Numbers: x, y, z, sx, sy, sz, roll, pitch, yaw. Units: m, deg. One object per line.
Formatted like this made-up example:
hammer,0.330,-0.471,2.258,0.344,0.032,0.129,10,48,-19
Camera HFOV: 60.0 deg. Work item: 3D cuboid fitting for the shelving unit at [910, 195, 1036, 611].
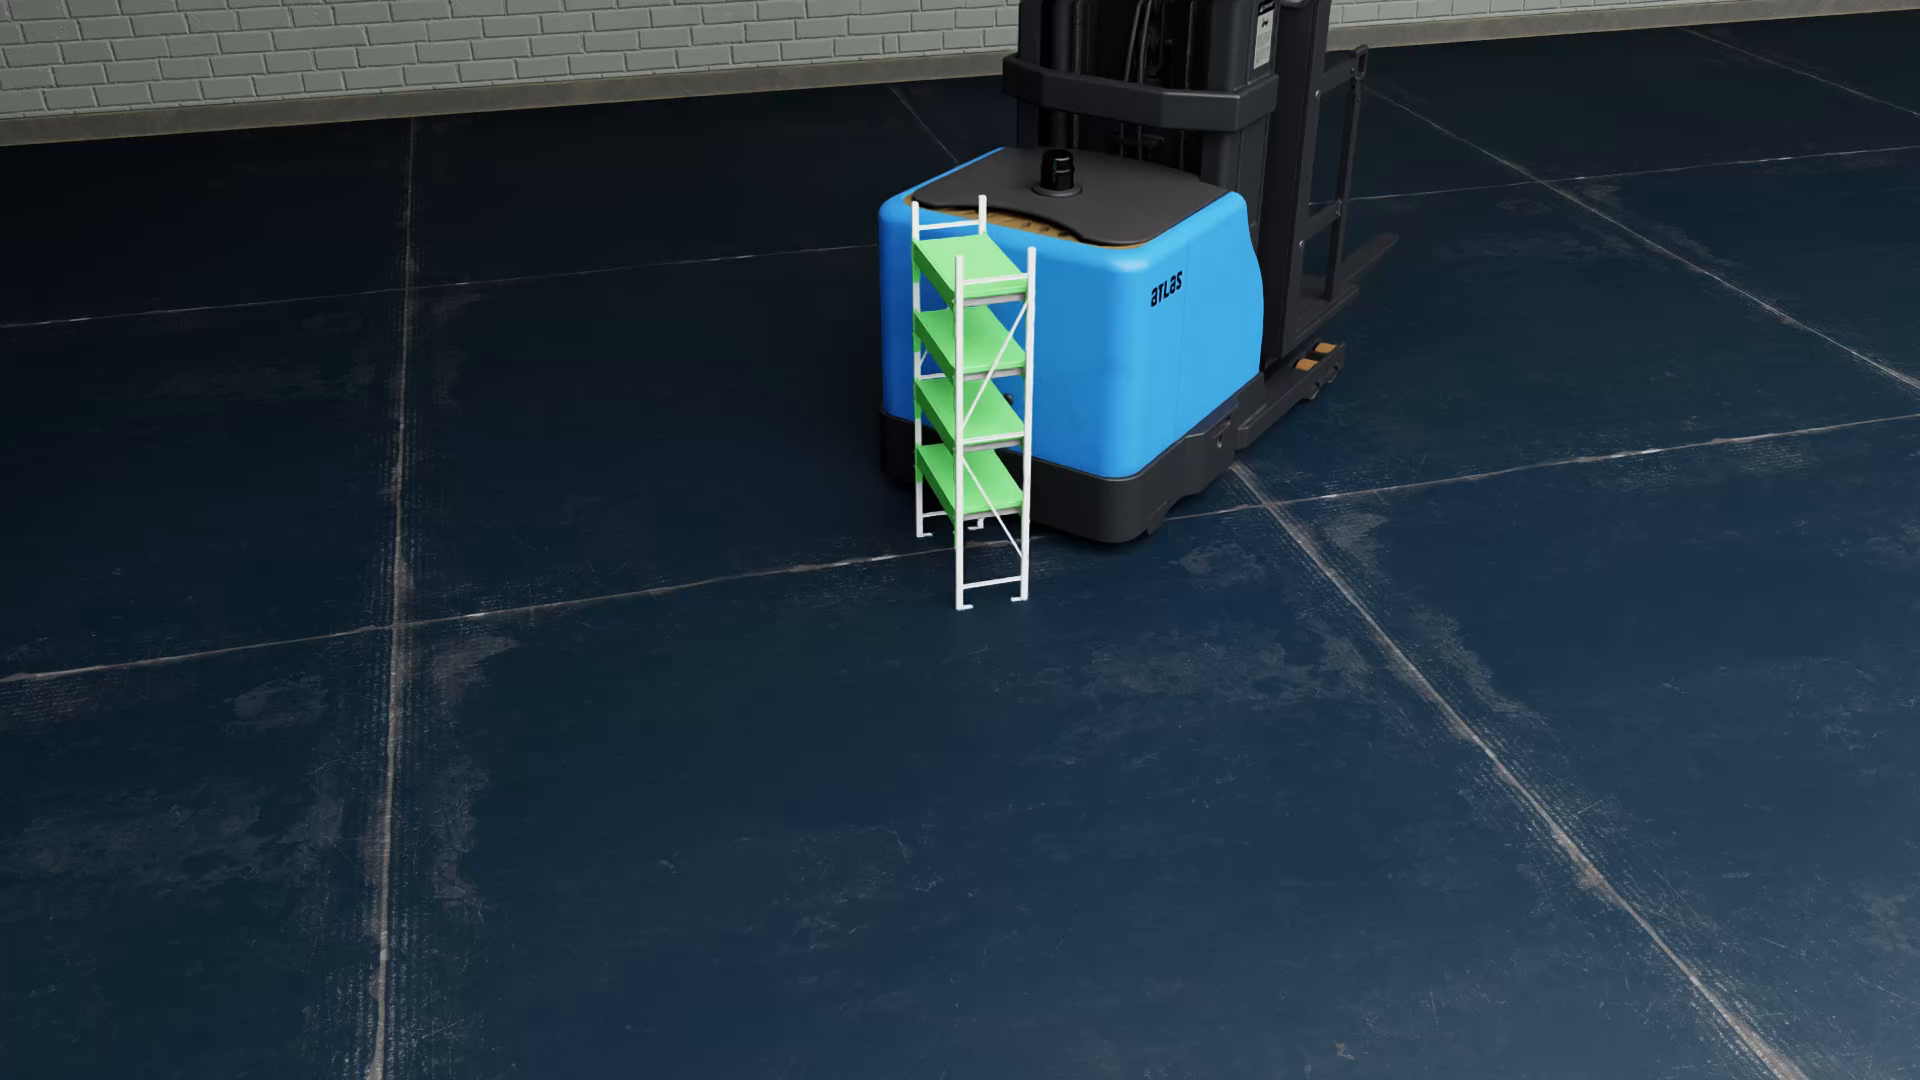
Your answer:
shelving unit,0.034,-0.428,5.292,0.258,1.200,0.503,-8,31,-14

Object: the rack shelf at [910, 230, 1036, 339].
rack shelf,0.034,-0.788,5.084,0.258,0.148,0.480,-8,31,-14

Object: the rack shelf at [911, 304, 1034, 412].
rack shelf,0.034,-0.581,5.204,0.258,0.148,0.480,-8,31,-14

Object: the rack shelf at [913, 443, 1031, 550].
rack shelf,0.034,-0.165,5.444,0.258,0.148,0.480,-8,31,-14

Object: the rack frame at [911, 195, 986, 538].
rack frame,-0.035,-0.545,5.495,0.240,1.200,0.015,-8,31,-14

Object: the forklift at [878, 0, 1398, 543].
forklift,0.936,-1.953,6.198,1.130,2.935,3.031,18,35,28

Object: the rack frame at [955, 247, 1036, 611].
rack frame,0.103,-0.311,5.090,0.240,1.200,0.015,-8,31,-14

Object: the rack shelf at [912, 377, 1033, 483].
rack shelf,0.034,-0.373,5.324,0.258,0.148,0.480,-8,31,-14
